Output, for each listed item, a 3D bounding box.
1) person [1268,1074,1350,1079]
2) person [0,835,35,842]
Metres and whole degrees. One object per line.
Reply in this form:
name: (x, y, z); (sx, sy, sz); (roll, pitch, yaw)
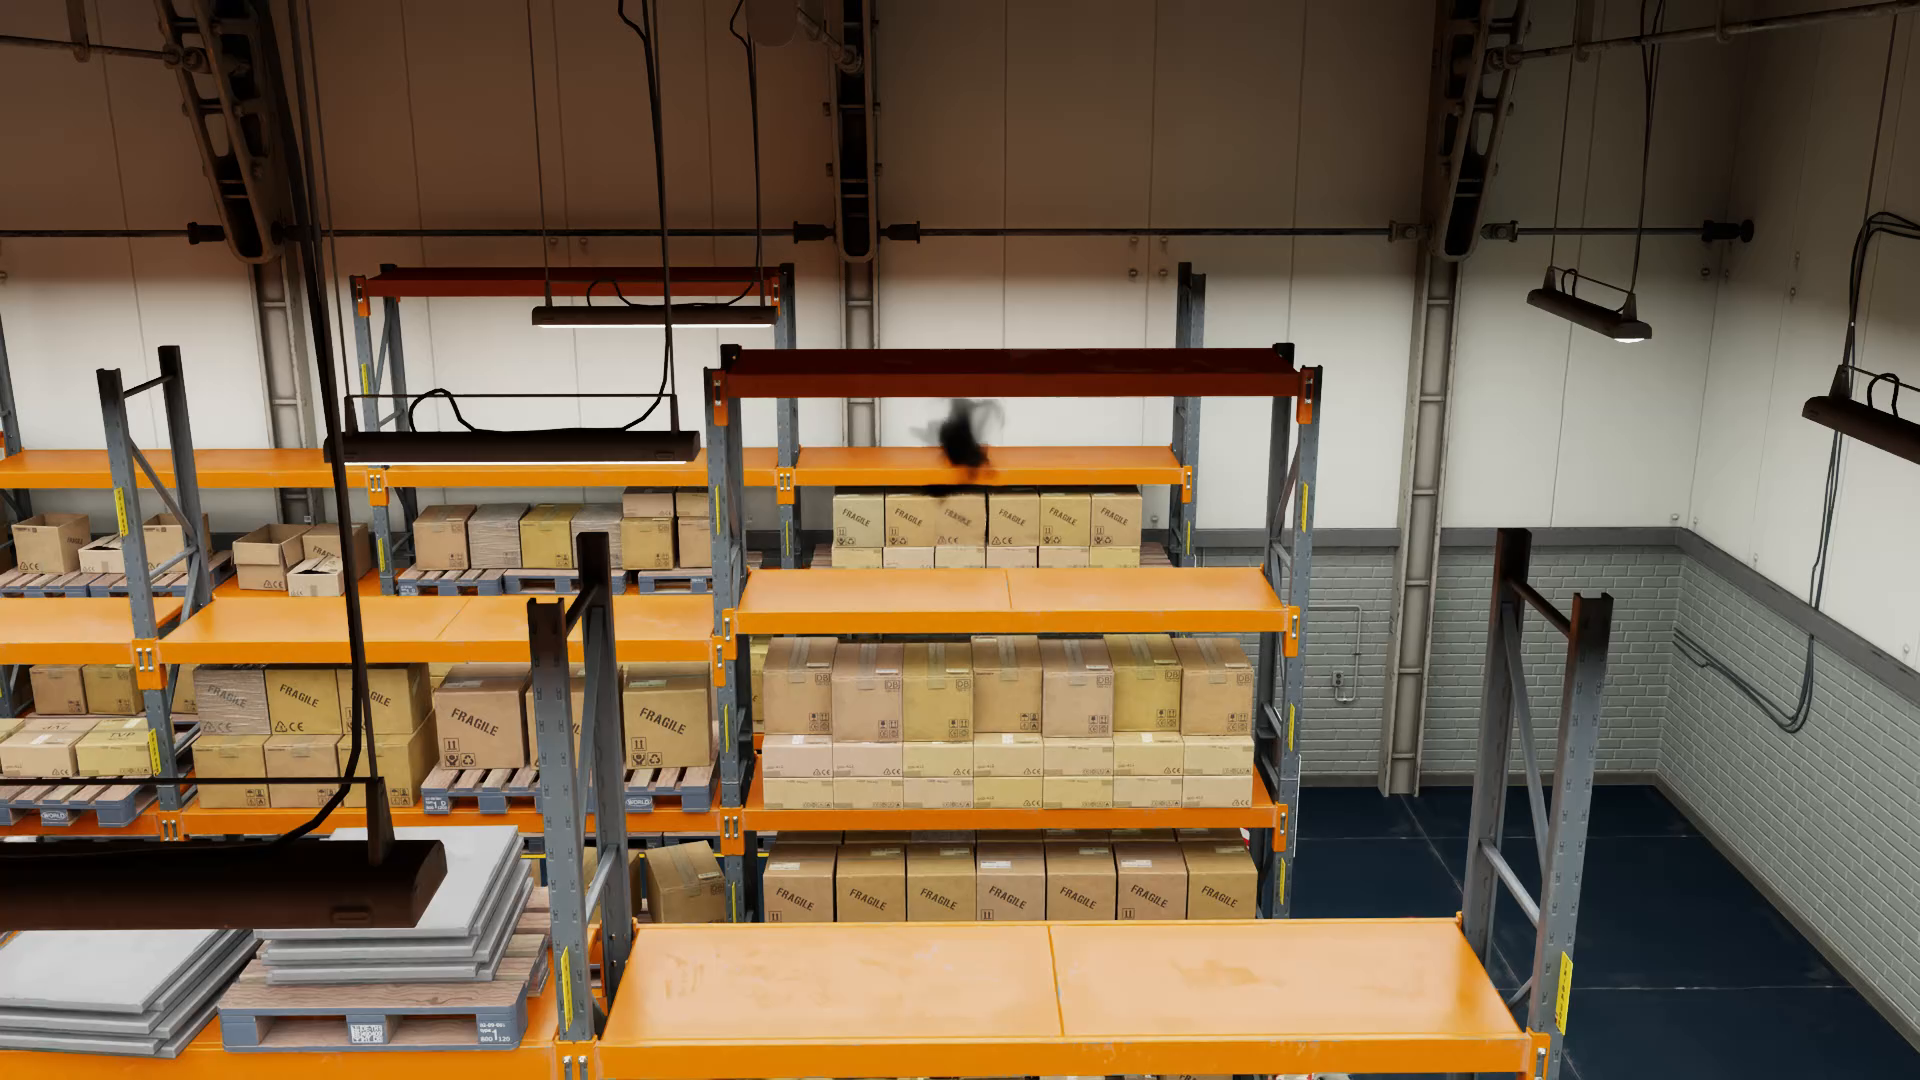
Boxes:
person: (2.304, 4.084, 11.429); (0.599, 1.713, 0.706); (-10, 19, -31)
person: (-8.213, 3.126, 14.547); (0.843, 1.821, 0.636); (-1, 16, -4)
